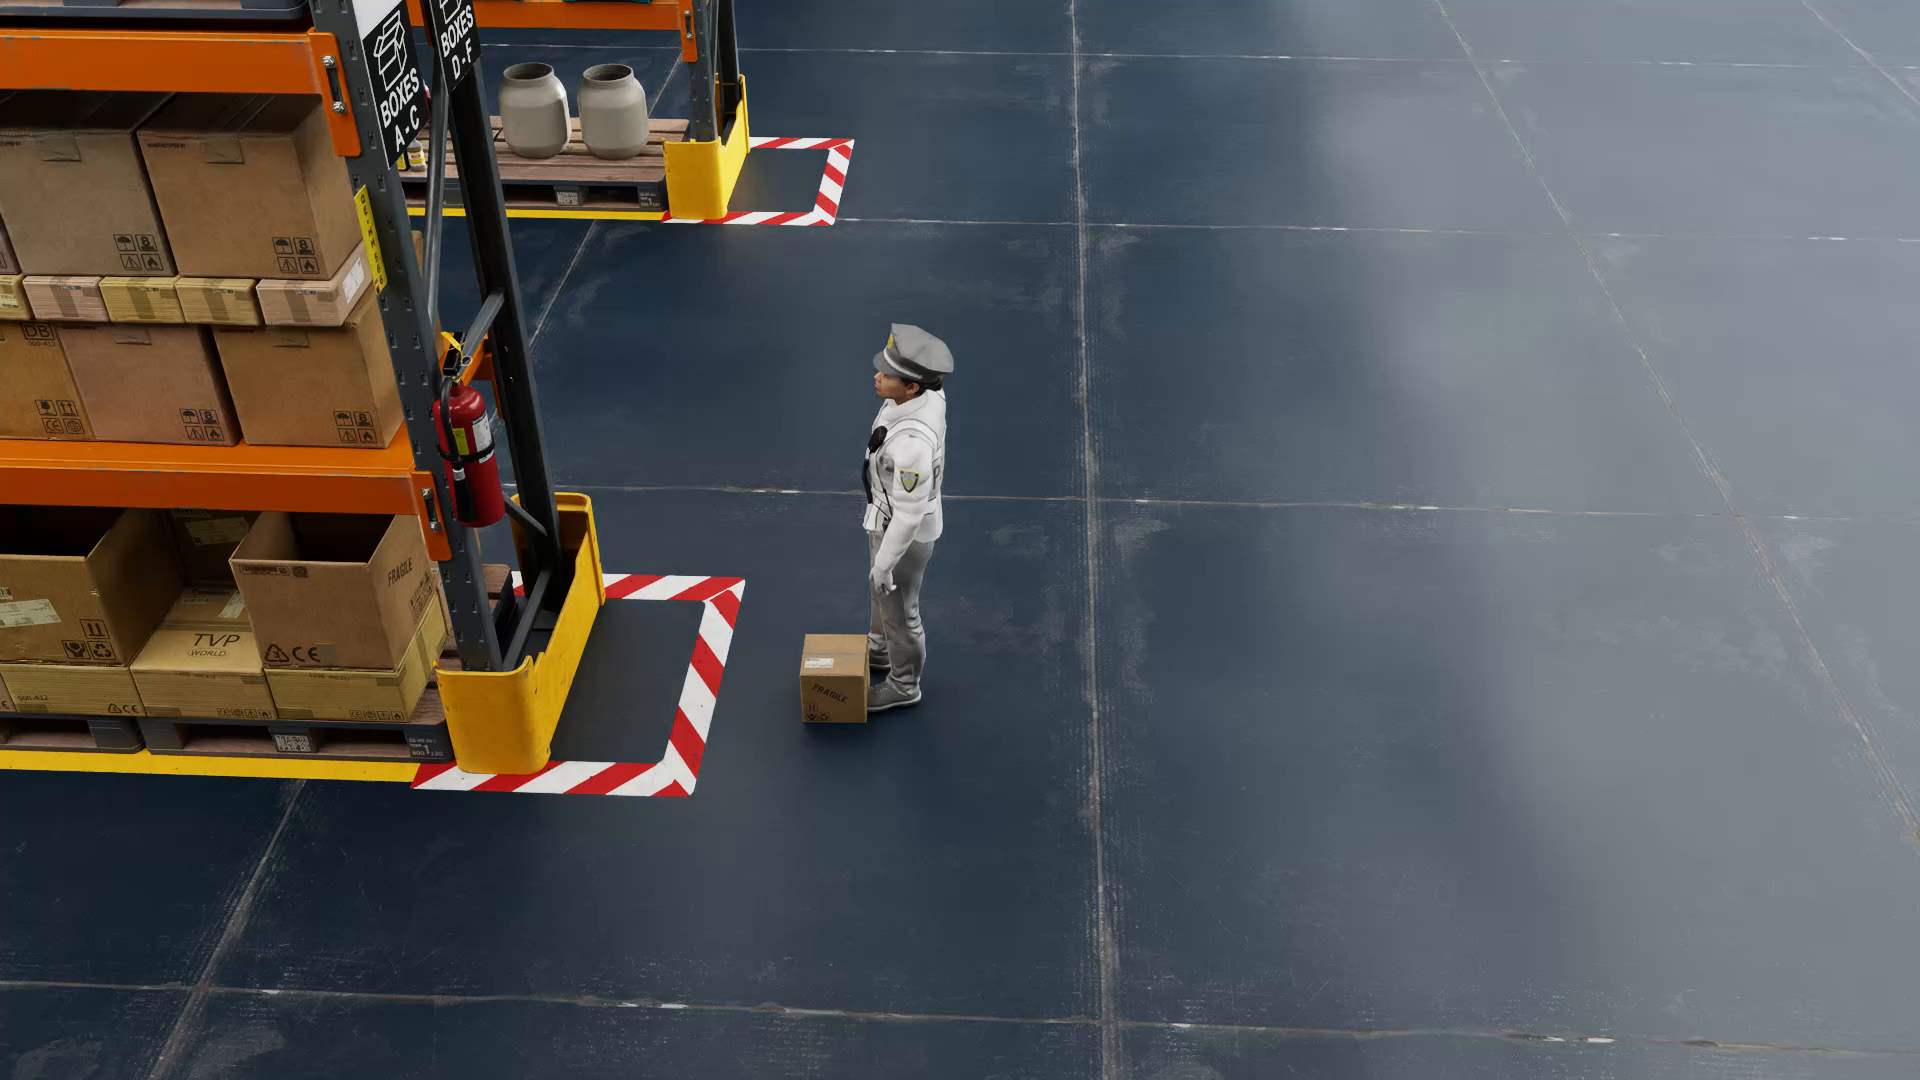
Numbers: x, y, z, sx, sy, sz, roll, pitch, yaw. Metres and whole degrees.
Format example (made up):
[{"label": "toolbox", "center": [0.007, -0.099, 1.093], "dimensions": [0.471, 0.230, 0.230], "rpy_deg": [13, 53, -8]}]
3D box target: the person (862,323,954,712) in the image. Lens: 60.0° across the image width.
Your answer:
[{"label": "person", "center": [-0.285, -0.054, 6.178], "dimensions": [0.532, 1.695, 0.587], "rpy_deg": [1, 36, 2]}]
